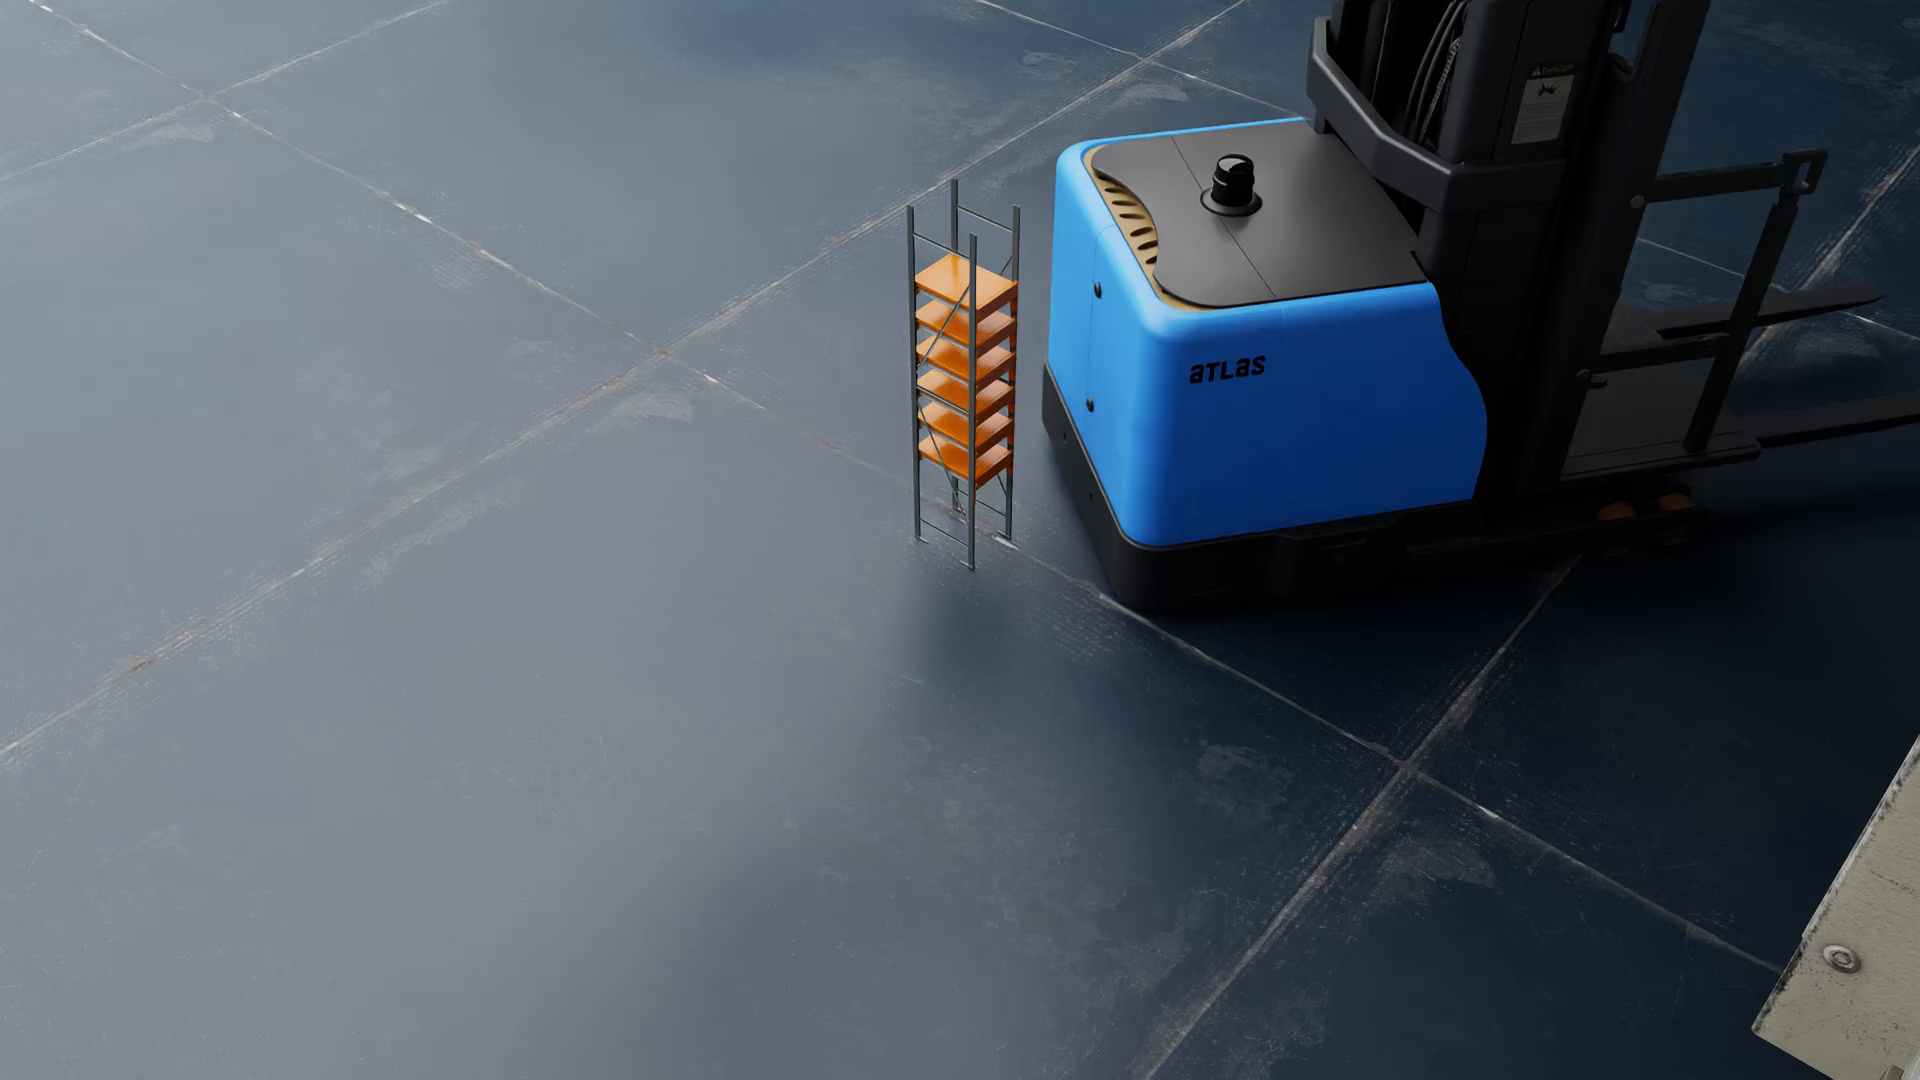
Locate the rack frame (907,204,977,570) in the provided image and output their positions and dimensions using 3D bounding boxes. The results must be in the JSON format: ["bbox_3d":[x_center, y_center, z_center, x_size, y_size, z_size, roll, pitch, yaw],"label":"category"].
[{"bbox_3d":[-0.050,-0.404,4.803,0.240,1.200,0.006,29,50,28],"label":"rack frame"}]

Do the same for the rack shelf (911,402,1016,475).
[{"bbox_3d":[0.009,-0.330,4.965,0.258,0.103,0.180,29,50,28],"label":"rack shelf"}]

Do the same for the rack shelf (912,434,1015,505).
[{"bbox_3d":[0.009,-0.241,5.046,0.258,0.103,0.180,29,50,28],"label":"rack shelf"}]

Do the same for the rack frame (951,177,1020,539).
[{"bbox_3d":[0.068,-0.499,4.906,0.240,1.200,0.006,29,50,28],"label":"rack frame"}]

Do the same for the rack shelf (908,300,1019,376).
[{"bbox_3d":[0.009,-0.596,4.723,0.258,0.103,0.180,29,50,28],"label":"rack shelf"}]

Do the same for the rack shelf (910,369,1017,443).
[{"bbox_3d":[0.009,-0.419,4.884,0.258,0.103,0.180,29,50,28],"label":"rack shelf"}]

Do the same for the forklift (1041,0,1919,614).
[{"bbox_3d":[1.846,-1.378,4.587,3.031,2.935,1.130,-9,43,-9],"label":"forklift"}]

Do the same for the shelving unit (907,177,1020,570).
[{"bbox_3d":[0.009,-0.451,4.855,0.258,1.200,0.189,29,50,28],"label":"shelving unit"}]

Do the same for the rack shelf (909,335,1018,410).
[{"bbox_3d":[0.009,-0.507,4.804,0.258,0.103,0.180,29,50,28],"label":"rack shelf"}]

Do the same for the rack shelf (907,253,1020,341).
[{"bbox_3d":[0.009,-0.685,4.642,0.258,0.103,0.180,29,50,28],"label":"rack shelf"}]
